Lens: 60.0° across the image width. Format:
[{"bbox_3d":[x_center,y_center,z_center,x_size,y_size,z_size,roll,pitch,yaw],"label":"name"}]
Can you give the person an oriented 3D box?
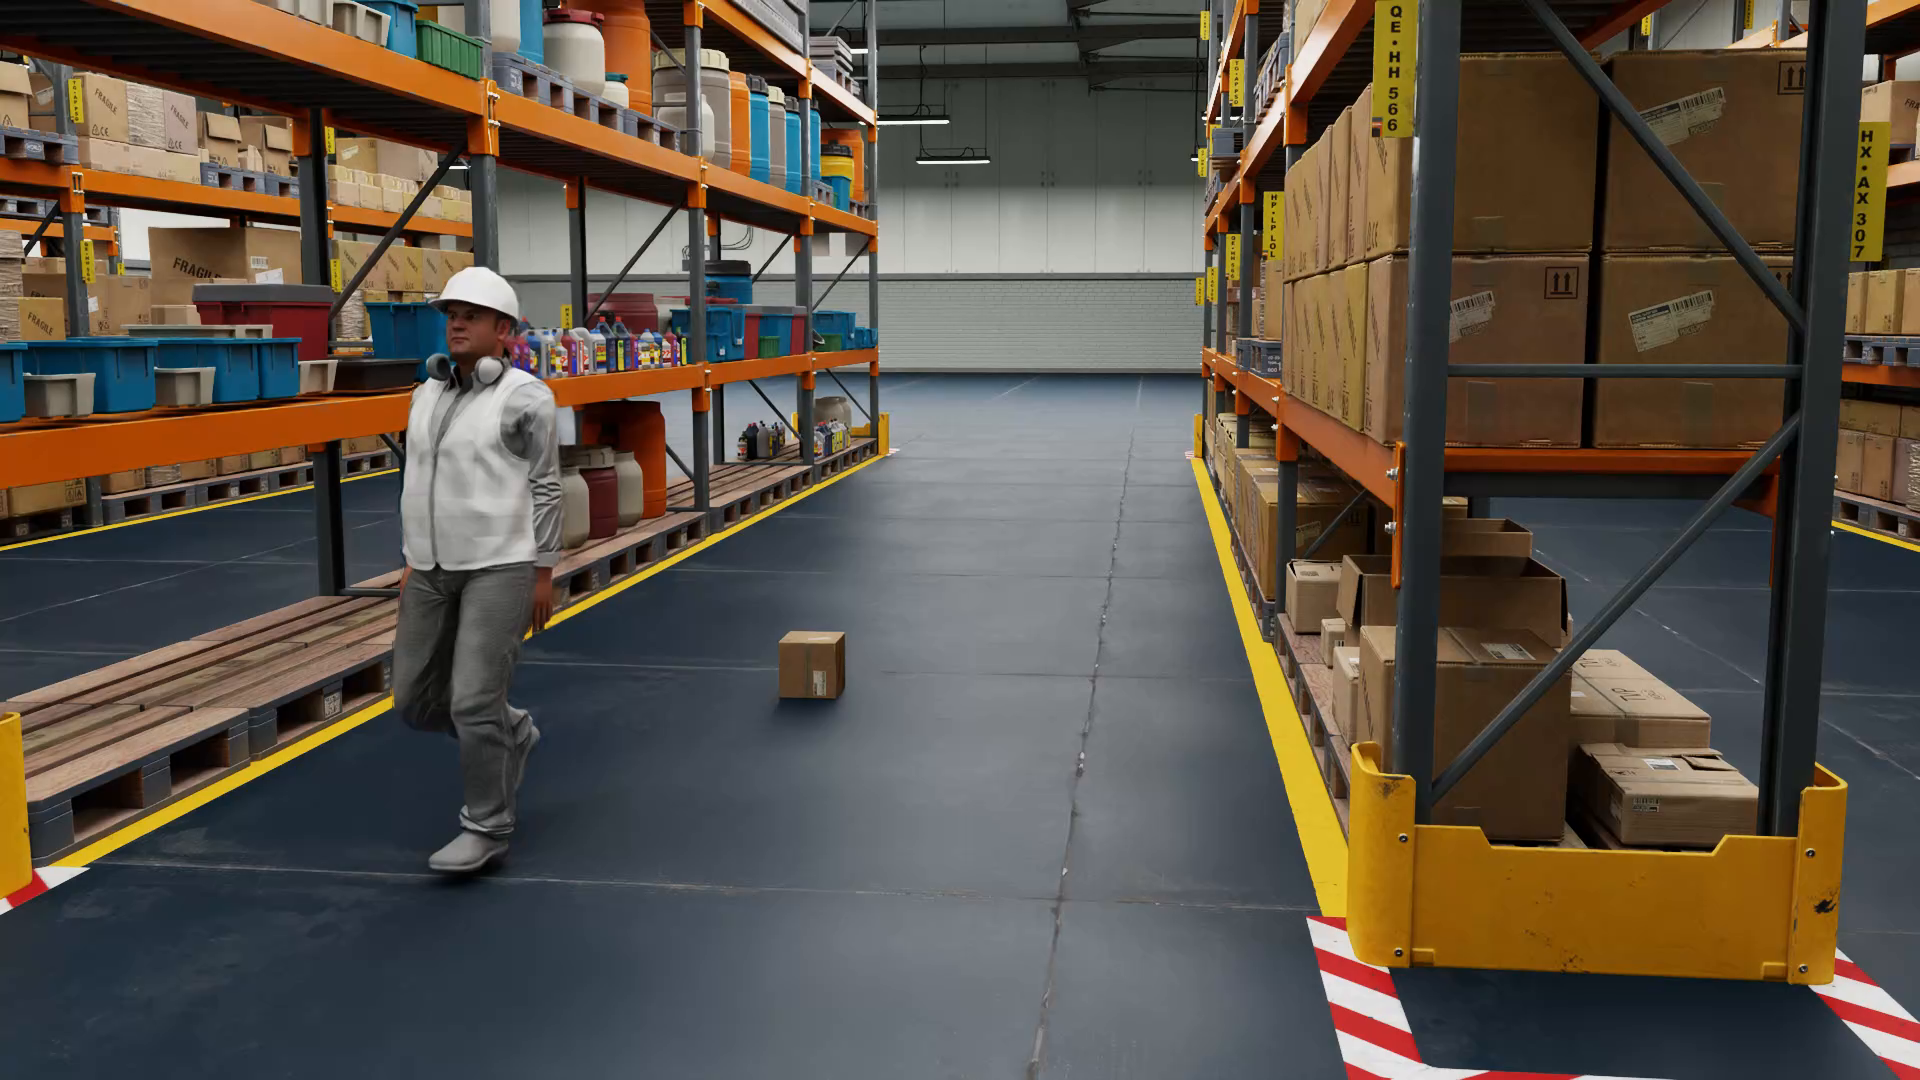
[{"bbox_3d":[-1.432,0.069,4.997,0.543,1.757,0.645,4,8,25],"label":"person"}]
